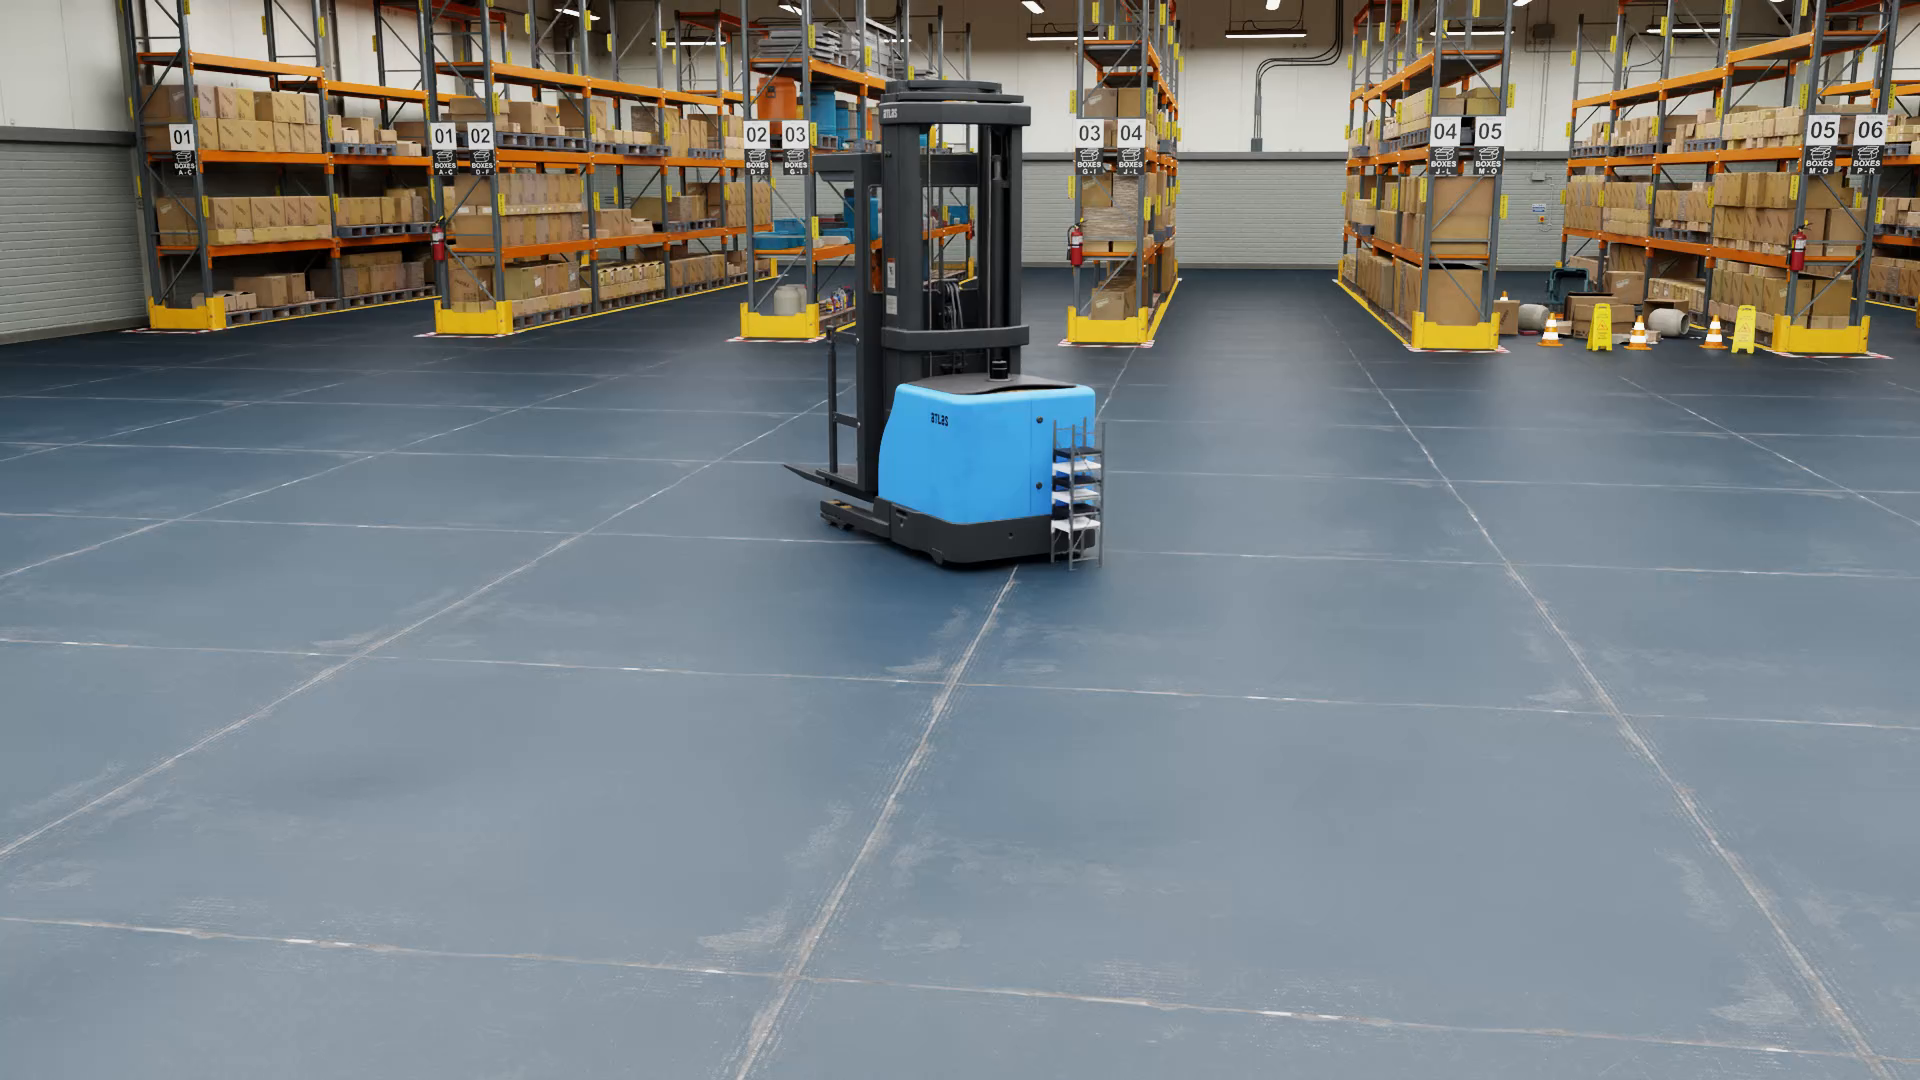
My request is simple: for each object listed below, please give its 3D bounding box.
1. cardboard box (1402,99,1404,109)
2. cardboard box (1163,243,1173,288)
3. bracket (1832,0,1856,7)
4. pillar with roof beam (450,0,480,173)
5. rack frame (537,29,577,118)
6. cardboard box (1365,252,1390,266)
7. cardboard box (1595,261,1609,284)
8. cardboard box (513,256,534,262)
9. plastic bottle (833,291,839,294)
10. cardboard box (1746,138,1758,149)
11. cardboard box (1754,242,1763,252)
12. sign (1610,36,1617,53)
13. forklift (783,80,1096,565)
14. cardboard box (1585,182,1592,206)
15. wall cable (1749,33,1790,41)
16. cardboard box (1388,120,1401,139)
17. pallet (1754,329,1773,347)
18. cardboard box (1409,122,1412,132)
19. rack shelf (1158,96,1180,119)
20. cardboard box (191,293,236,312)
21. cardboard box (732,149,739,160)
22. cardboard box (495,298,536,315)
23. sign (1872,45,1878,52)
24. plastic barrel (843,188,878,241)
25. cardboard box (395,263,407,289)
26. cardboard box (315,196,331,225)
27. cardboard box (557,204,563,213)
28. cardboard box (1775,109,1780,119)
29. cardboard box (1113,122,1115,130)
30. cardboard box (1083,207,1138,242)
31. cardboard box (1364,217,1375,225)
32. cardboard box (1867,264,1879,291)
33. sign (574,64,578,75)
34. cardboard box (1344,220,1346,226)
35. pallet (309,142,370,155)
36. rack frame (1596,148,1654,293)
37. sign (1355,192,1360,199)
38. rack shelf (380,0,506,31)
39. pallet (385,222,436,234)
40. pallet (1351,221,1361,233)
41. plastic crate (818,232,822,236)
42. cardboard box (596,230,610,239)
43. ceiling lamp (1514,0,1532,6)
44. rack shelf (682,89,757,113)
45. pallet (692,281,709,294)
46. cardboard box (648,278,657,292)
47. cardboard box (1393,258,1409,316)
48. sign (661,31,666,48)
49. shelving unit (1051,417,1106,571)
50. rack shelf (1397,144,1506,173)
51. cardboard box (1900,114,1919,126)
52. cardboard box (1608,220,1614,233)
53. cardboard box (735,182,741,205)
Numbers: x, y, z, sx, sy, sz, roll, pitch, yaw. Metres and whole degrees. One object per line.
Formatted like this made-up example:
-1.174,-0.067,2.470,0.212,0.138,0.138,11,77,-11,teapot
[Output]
7.286,-6.978,26.604,0.380,0.149,0.250,2,12,9,cardboard box
3.679,-5.565,33.743,1.225,0.875,0.875,2,12,9,cardboard box
19.827,-11.864,36.140,0.076,0.066,4.783,2,12,9,bracket
-7.154,-10.351,37.665,9.100,9.000,0.548,2,12,9,pillar with roof beam
-10.045,-11.150,41.369,1.000,3.000,0.127,2,12,9,rack frame
8.206,-5.495,32.526,0.500,0.250,0.500,2,12,9,cardboard box
14.017,-5.662,35.230,0.875,0.438,0.875,2,12,8,cardboard box
-10.444,-6.520,39.064,0.700,0.500,0.500,2,12,9,cardboard box
-2.096,-4.098,28.308,0.152,0.276,0.135,2,12,9,plastic bottle
12.009,-5.937,24.900,0.380,0.149,0.250,2,12,8,cardboard box
11.943,-4.314,24.488,0.380,0.149,0.250,2,12,8,cardboard box
13.270,-10.071,33.774,0.100,0.325,0.005,2,12,9,sign
-0.307,-1.548,11.217,1.130,2.935,3.031,-7,14,-29,forklift
13.770,-7.438,35.777,0.500,0.500,0.500,2,12,9,cardboard box
21.468,-14.039,41.576,2.988,3.039,0.133,2,12,9,wall cable
7.808,-7.211,29.189,0.500,0.311,0.500,2,12,8,cardboard box
12.141,-2.904,23.969,1.003,0.211,1.213,2,12,9,pallet
7.092,-6.323,25.457,0.380,0.149,0.250,2,12,9,cardboard box
4.330,-9.705,37.321,1.077,0.370,4.000,2,12,9,rack shelf
-12.311,-3.928,27.438,0.500,0.311,0.500,0,12,2,cardboard box
-5.365,-8.815,38.011,0.500,0.250,0.500,2,12,9,cardboard box
-7.235,-3.796,27.019,0.500,0.250,0.500,2,12,9,cardboard box
18.187,-9.871,33.031,0.100,0.325,0.005,2,12,9,sign
-1.743,-5.714,29.195,0.600,0.901,0.708,2,12,9,plastic barrel
-11.529,-5.290,33.307,0.700,0.500,0.500,2,12,9,cardboard box
-11.658,-5.914,29.842,0.500,0.500,0.500,2,12,9,cardboard box
-6.984,-5.650,28.313,0.380,0.149,0.250,2,12,8,cardboard box
12.029,-6.159,24.034,0.380,0.149,0.250,2,12,7,cardboard box
2.178,-6.272,25.266,0.380,0.149,0.250,2,12,9,cardboard box
2.289,-4.713,24.798,0.875,0.500,0.500,2,12,9,cardboard box
7.915,-6.088,31.724,0.380,0.149,0.250,2,12,10,cardboard box
18.351,-5.200,32.941,0.500,0.500,0.500,2,12,8,cardboard box
-9.511,-11.624,41.167,0.100,0.325,0.005,2,12,9,sign
9.150,-7.374,38.687,0.380,0.149,0.250,2,12,8,cardboard box
-11.691,-7.219,30.694,1.213,0.211,1.003,2,12,9,pallet
13.815,-6.582,34.414,1.000,3.000,0.127,2,12,9,rack frame
8.371,-7.160,35.043,0.100,0.325,0.005,2,12,9,sign
-10.968,-11.174,35.299,1.077,0.370,4.000,2,12,9,rack shelf
-11.280,-6.306,33.590,1.213,0.211,1.003,2,12,9,pallet
8.647,-6.473,34.364,1.003,0.211,1.213,2,12,9,pallet
-2.589,-5.021,27.674,0.450,0.188,0.662,2,12,9,plastic crate
-6.657,-5.614,30.521,0.380,0.149,0.250,2,12,9,cardboard box
11.528,-12.265,32.689,0.800,3.185,2.000,2,12,9,ceiling lamp
-5.458,-10.220,38.772,1.077,0.370,4.000,2,12,9,rack shelf
-6.038,-5.436,35.717,1.003,0.211,1.213,2,12,9,pallet
-6.296,-5.028,32.735,0.500,0.250,0.500,2,12,8,cardboard box
7.512,-4.094,26.915,0.875,0.875,0.875,2,12,10,cardboard box
-5.831,-9.841,32.706,0.100,0.325,0.005,2,12,9,sign
0.721,-0.284,10.167,0.258,0.900,0.210,-7,15,-29,shelving unit
7.370,-5.754,25.161,1.077,0.370,4.000,2,12,9,rack shelf
18.733,-8.245,32.685,0.396,0.266,0.258,2,12,9,cardboard box
13.408,-6.318,33.544,0.500,0.250,0.500,2,12,7,cardboard box
-5.336,-7.959,38.192,0.500,0.500,0.500,1,12,7,cardboard box
